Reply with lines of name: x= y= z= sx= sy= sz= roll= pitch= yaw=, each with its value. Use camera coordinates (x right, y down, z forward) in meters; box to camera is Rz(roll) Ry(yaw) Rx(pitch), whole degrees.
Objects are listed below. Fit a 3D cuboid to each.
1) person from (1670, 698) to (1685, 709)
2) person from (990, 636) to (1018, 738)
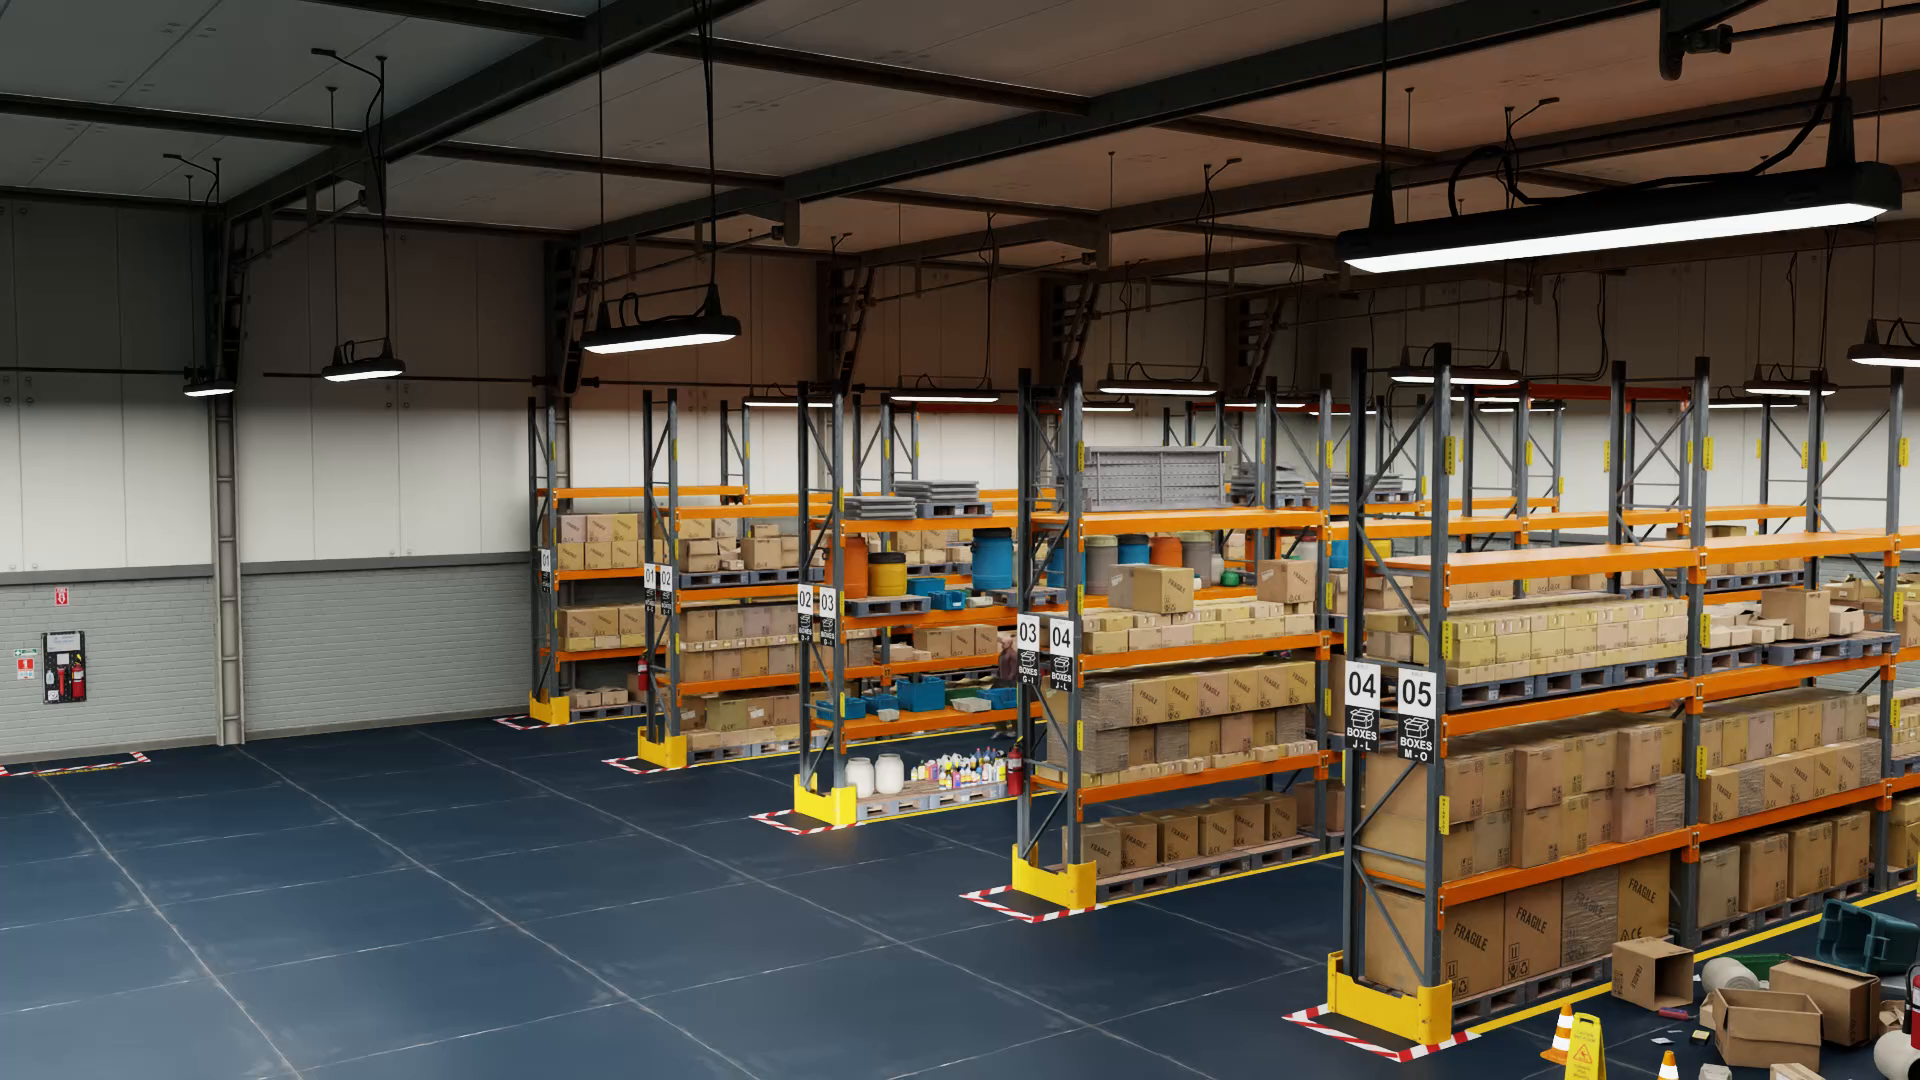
person: x=10.218 y=2.979 z=23.348 sx=0.598 sy=1.628 sz=0.503 roll=-1 pitch=4 yaw=-21
person: x=0.825 y=2.684 z=29.029 sx=0.595 sy=1.649 sz=0.631 roll=-2 pitch=4 yaw=-24
